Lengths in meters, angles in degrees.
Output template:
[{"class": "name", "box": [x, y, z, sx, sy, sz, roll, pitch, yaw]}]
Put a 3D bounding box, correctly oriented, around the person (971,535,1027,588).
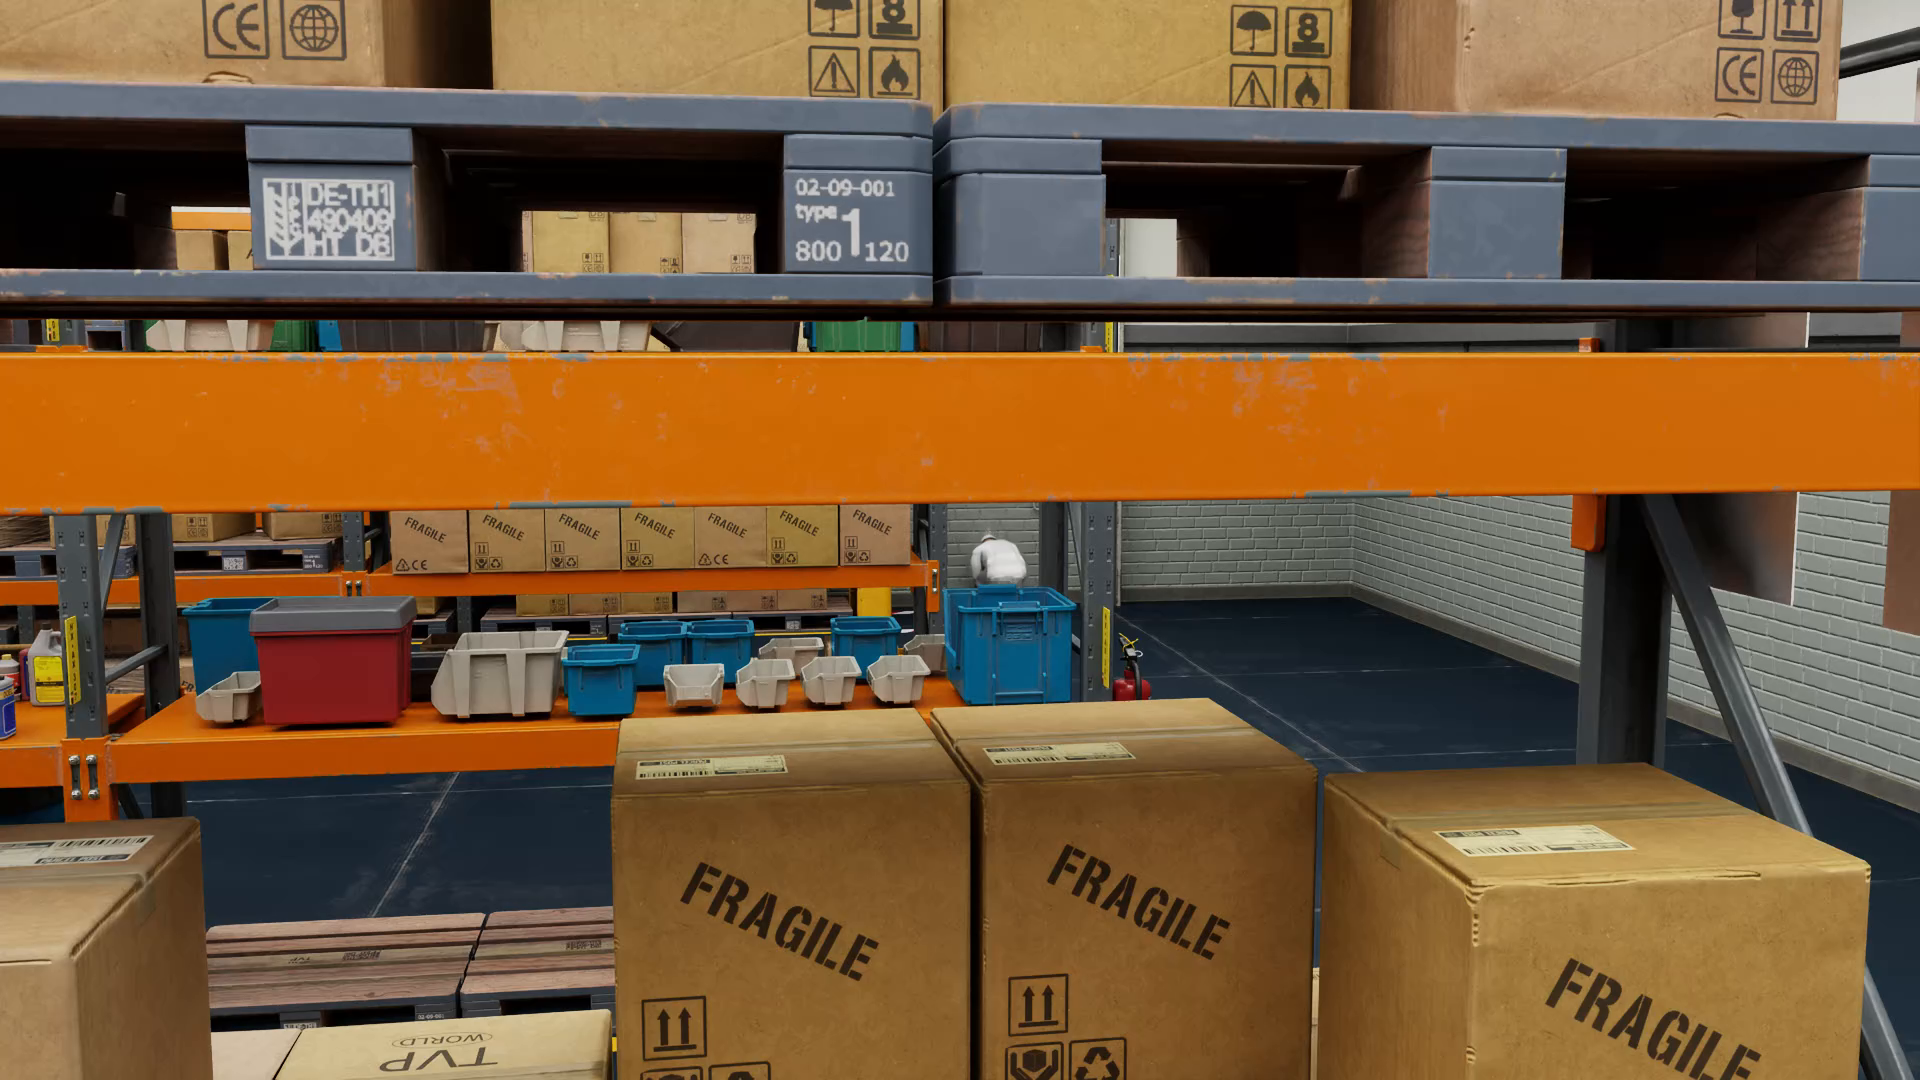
[{"class": "person", "box": [0.409, 0.412, 18.063, 0.540, 0.861, 0.944, -1, 7, -10]}]
